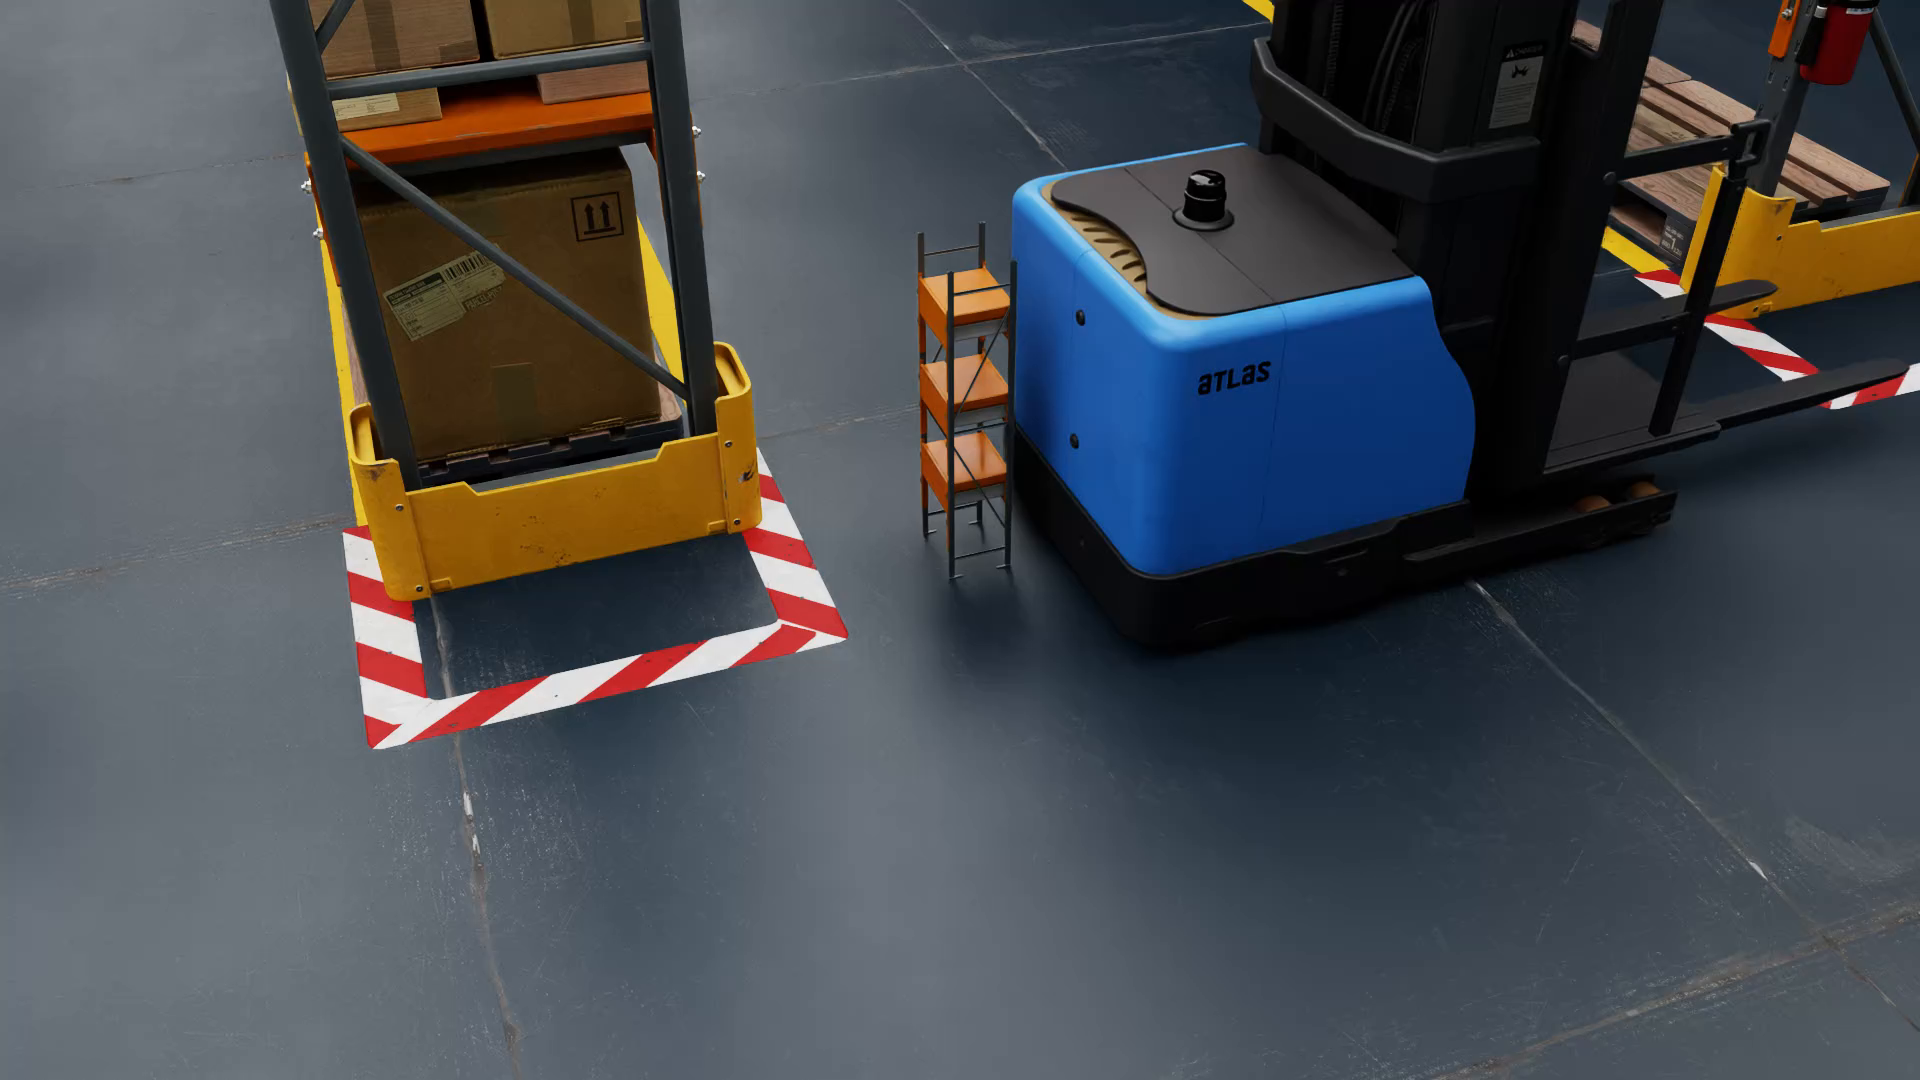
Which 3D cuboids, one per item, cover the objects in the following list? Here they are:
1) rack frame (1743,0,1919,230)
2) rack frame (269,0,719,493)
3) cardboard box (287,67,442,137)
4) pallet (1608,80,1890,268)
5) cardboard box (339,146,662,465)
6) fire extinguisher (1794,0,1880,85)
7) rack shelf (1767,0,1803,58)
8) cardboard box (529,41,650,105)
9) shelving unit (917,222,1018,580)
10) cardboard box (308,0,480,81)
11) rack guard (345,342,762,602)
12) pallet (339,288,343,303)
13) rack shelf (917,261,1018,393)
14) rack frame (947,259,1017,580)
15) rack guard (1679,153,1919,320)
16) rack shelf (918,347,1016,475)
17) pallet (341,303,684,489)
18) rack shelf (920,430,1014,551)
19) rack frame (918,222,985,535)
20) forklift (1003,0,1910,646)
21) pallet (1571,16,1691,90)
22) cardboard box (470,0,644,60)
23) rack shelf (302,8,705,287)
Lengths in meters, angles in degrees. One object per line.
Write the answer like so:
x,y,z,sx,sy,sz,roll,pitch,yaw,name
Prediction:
3.418,-2.258,5.754,1.000,3.000,0.127,-12,39,-16,rack frame
-1.232,-1.232,4.393,1.000,3.000,0.127,-12,39,-16,rack frame
-1.664,-1.265,4.645,0.380,0.149,0.250,-12,39,-15,cardboard box
3.171,-1.618,7.222,1.003,0.211,1.213,-12,39,-16,pallet
-1.528,-0.896,5.364,0.875,0.875,0.875,-12,39,-16,cardboard box
3.043,-1.899,5.652,0.296,0.674,0.183,-12,39,-16,fire extinguisher
2.730,-3.100,7.471,1.077,0.370,4.000,-12,39,-16,rack shelf
-1.045,-1.401,4.825,0.380,0.149,0.250,-12,39,-15,cardboard box
0.018,-0.389,4.894,0.215,1.050,0.252,-12,39,-16,shelving unit
-1.648,-1.510,4.639,0.500,0.250,0.500,-13,39,-17,cardboard box
-1.224,-0.220,5.127,1.175,0.500,0.348,-12,39,-16,rack guard
-1.997,-1.242,6.723,1.003,0.211,1.213,-12,39,-16,pallet
0.018,-0.607,4.730,0.215,0.259,0.240,-12,39,-16,rack shelf
0.060,-0.320,4.802,0.200,1.050,0.008,-12,39,-16,rack frame
3.439,-1.248,6.492,1.175,0.500,0.348,-12,39,-16,rack guard
0.018,-0.381,4.900,0.215,0.259,0.240,-12,39,-16,rack shelf
-1.581,-0.554,5.810,1.003,0.211,1.213,-12,39,-16,pallet
0.018,-0.159,5.068,0.215,0.259,0.240,-12,39,-16,rack shelf
-0.024,-0.458,4.985,0.200,1.050,0.008,-12,39,-16,rack frame
1.708,-1.427,4.708,3.031,2.935,1.130,-14,39,-17,forklift
2.755,-2.306,8.136,1.003,0.211,1.213,-12,39,-16,pallet
-1.144,-1.618,4.783,0.500,0.250,0.500,-13,39,-17,cardboard box
-1.921,-2.075,6.109,1.077,0.370,4.000,-12,39,-16,rack shelf
